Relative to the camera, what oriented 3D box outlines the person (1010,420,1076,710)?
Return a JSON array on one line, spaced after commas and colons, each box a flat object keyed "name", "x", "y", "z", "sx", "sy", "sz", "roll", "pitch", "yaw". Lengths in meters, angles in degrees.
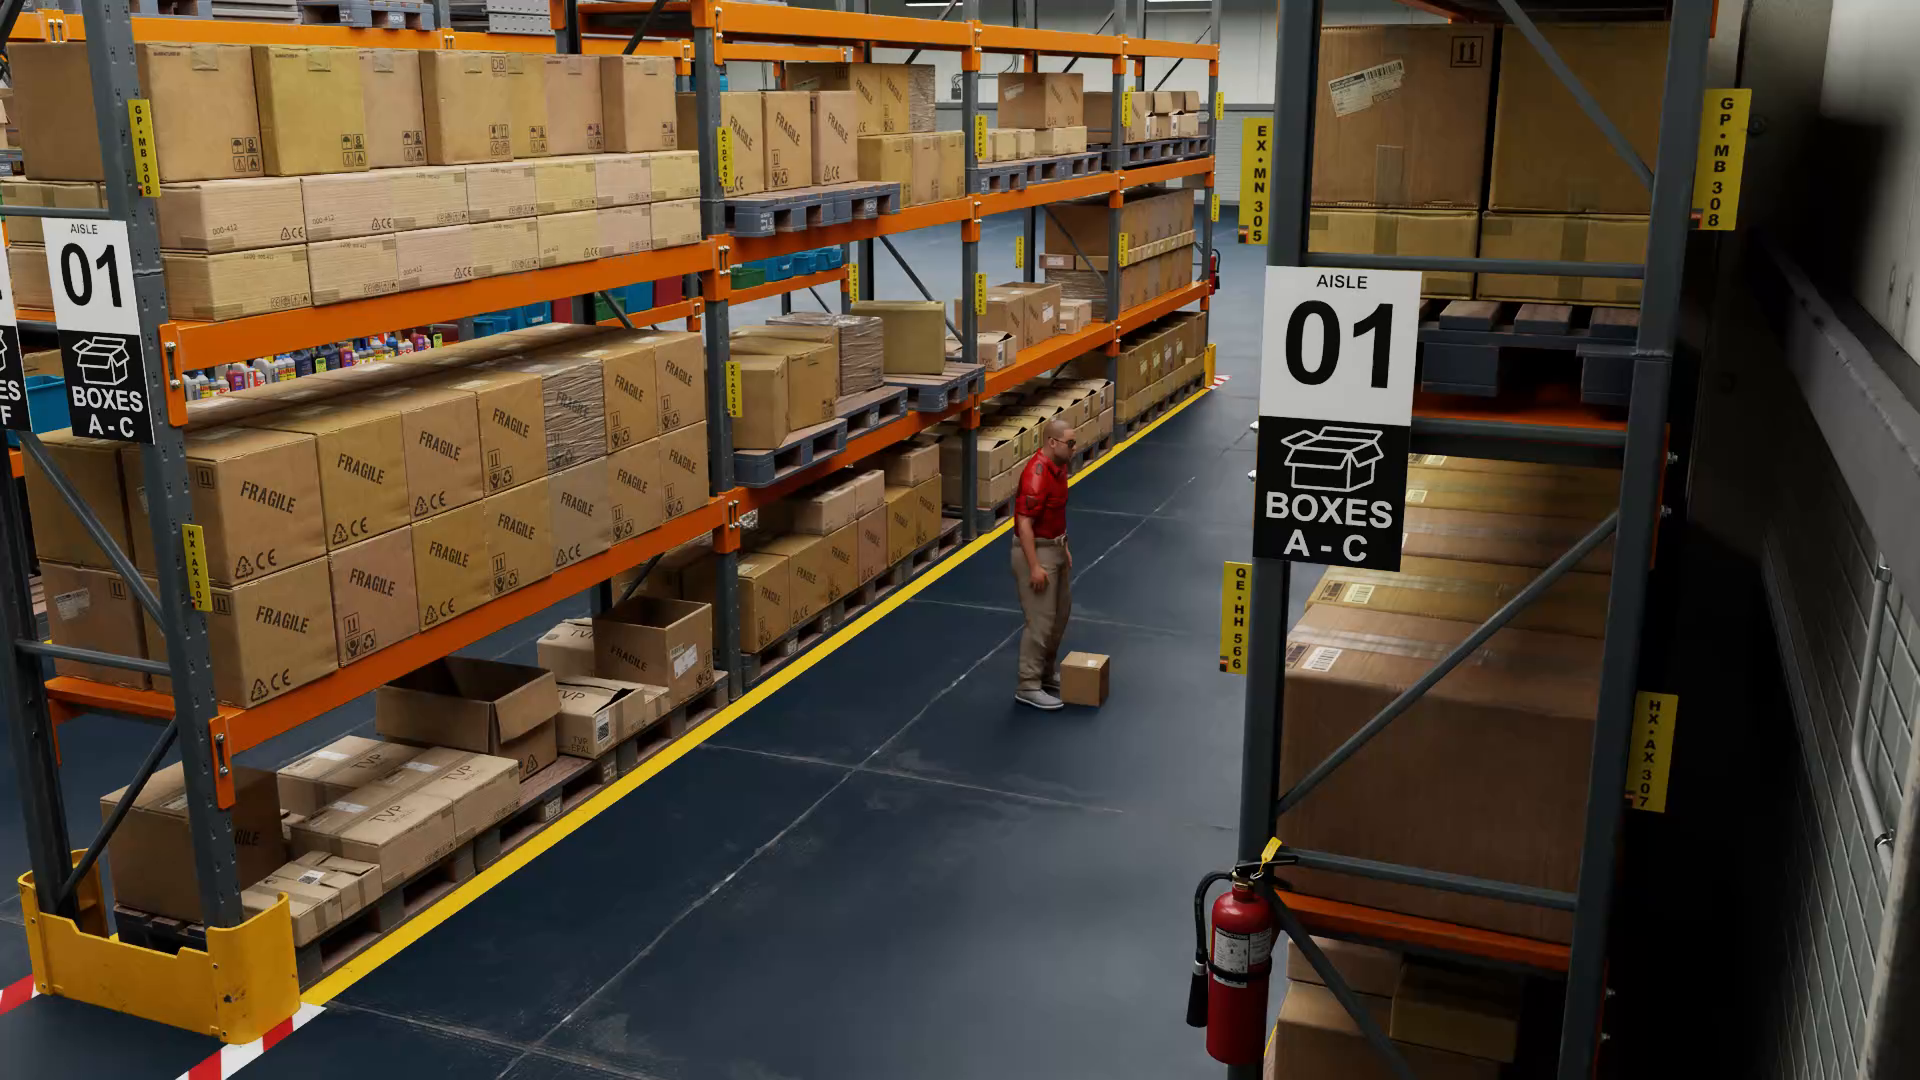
[{"name": "person", "x": 0.527, "y": 0.120, "z": 10.107, "sx": 0.391, "sy": 1.727, "sz": 0.587, "roll": 6, "pitch": 16, "yaw": 21}]
